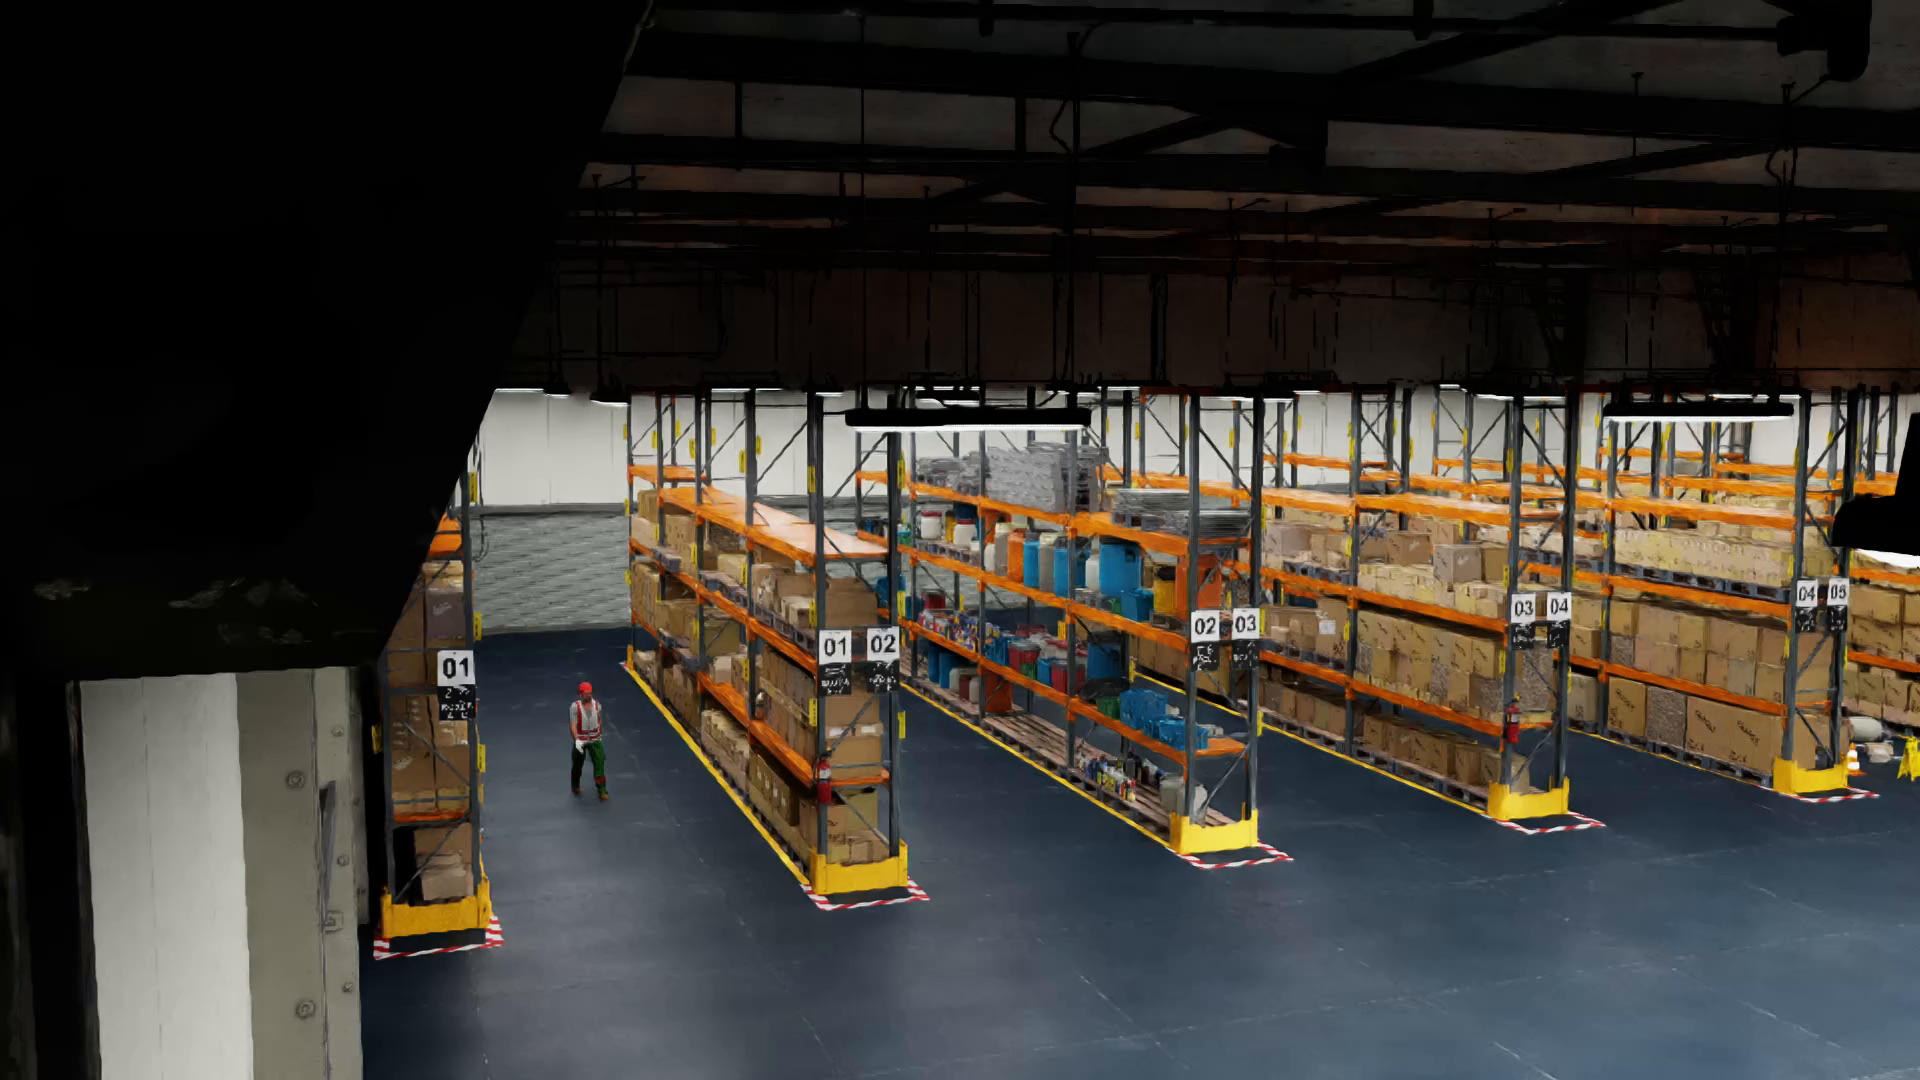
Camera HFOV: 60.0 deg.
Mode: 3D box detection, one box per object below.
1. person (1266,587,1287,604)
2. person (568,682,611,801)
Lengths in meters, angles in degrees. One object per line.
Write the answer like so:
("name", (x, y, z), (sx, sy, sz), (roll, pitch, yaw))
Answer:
("person", (7.895, 1.195, 41.299), (0.630, 1.769, 0.698), (-6, 8, -45))
("person", (-5.478, 2.941, 24.411), (0.526, 1.728, 1.031), (-3, 7, -27))
